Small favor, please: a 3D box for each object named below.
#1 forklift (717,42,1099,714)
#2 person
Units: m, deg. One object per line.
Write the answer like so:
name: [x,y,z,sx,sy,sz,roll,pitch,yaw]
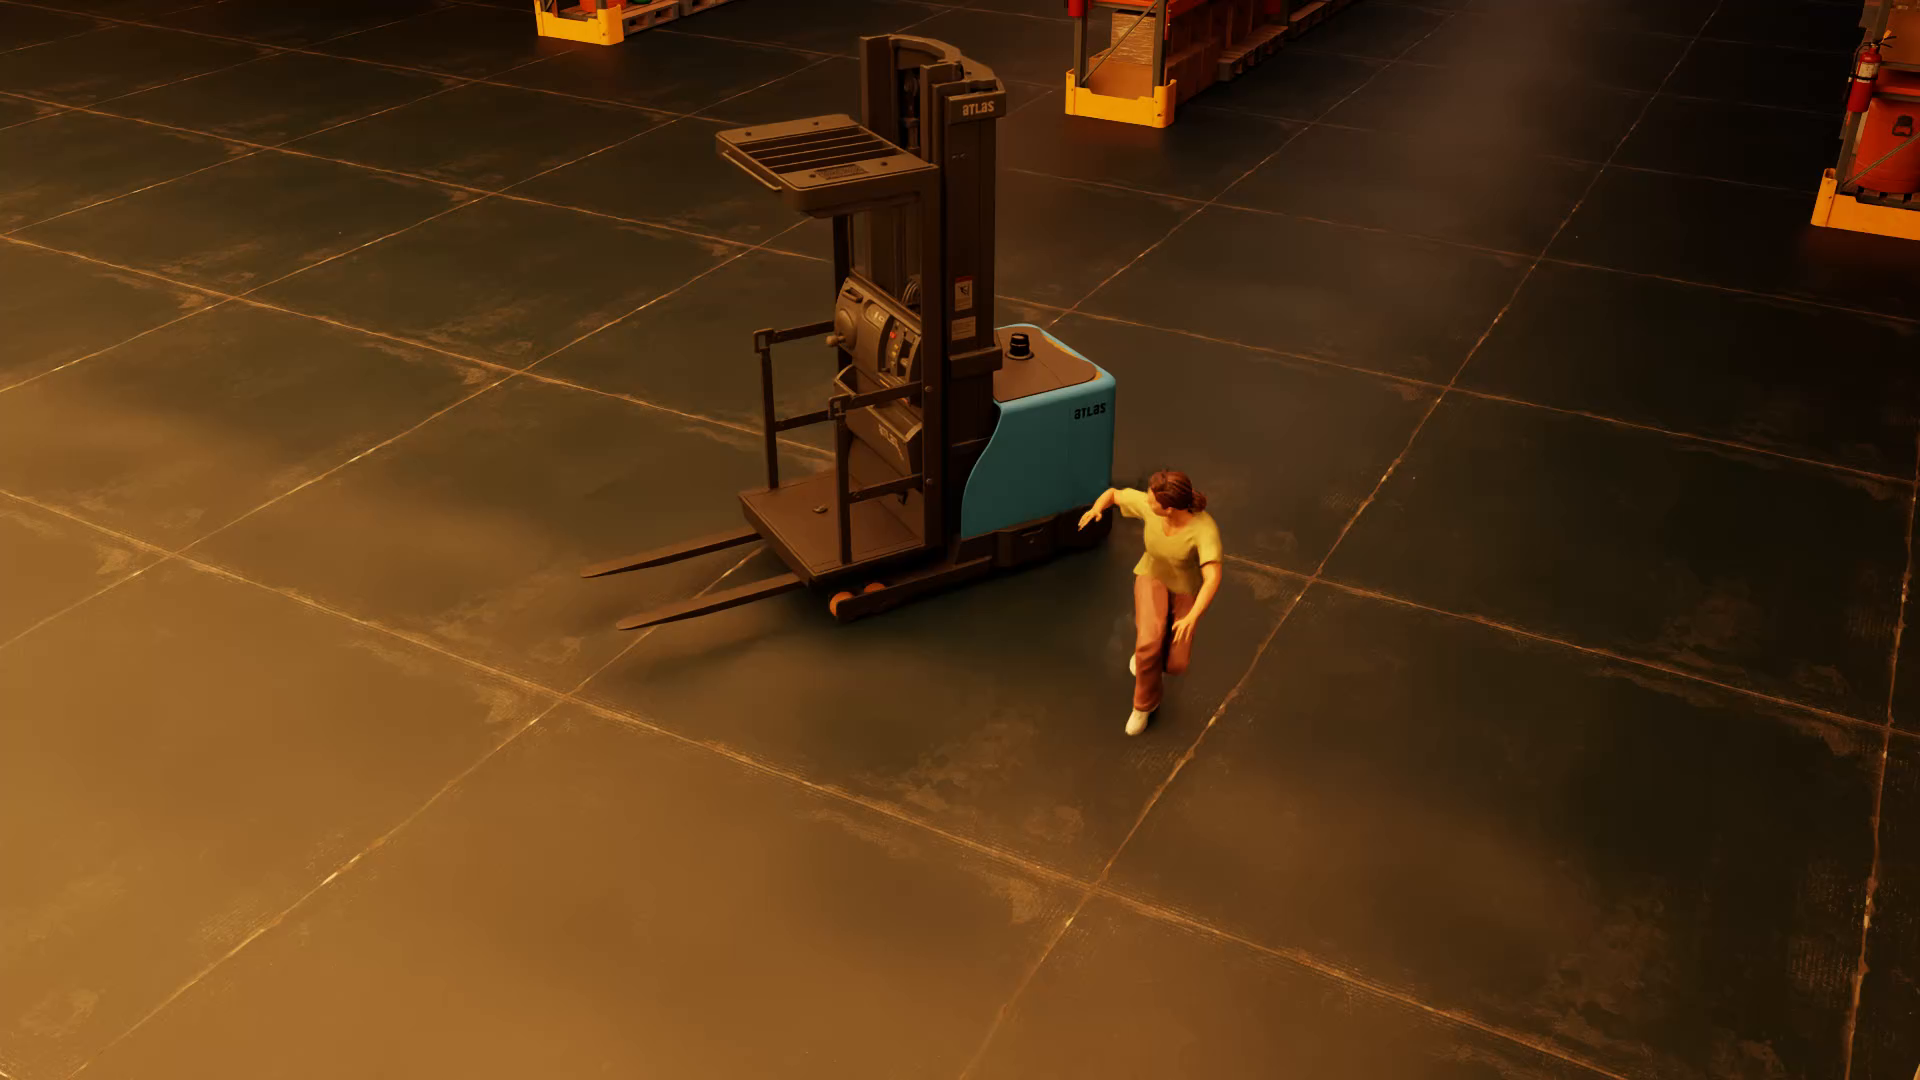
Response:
forklift: [-0.256,-0.986,8.779,1.130,2.935,3.031,14,33,22]
person: [1.964,0.540,7.365,0.665,1.596,0.368,25,38,36]
